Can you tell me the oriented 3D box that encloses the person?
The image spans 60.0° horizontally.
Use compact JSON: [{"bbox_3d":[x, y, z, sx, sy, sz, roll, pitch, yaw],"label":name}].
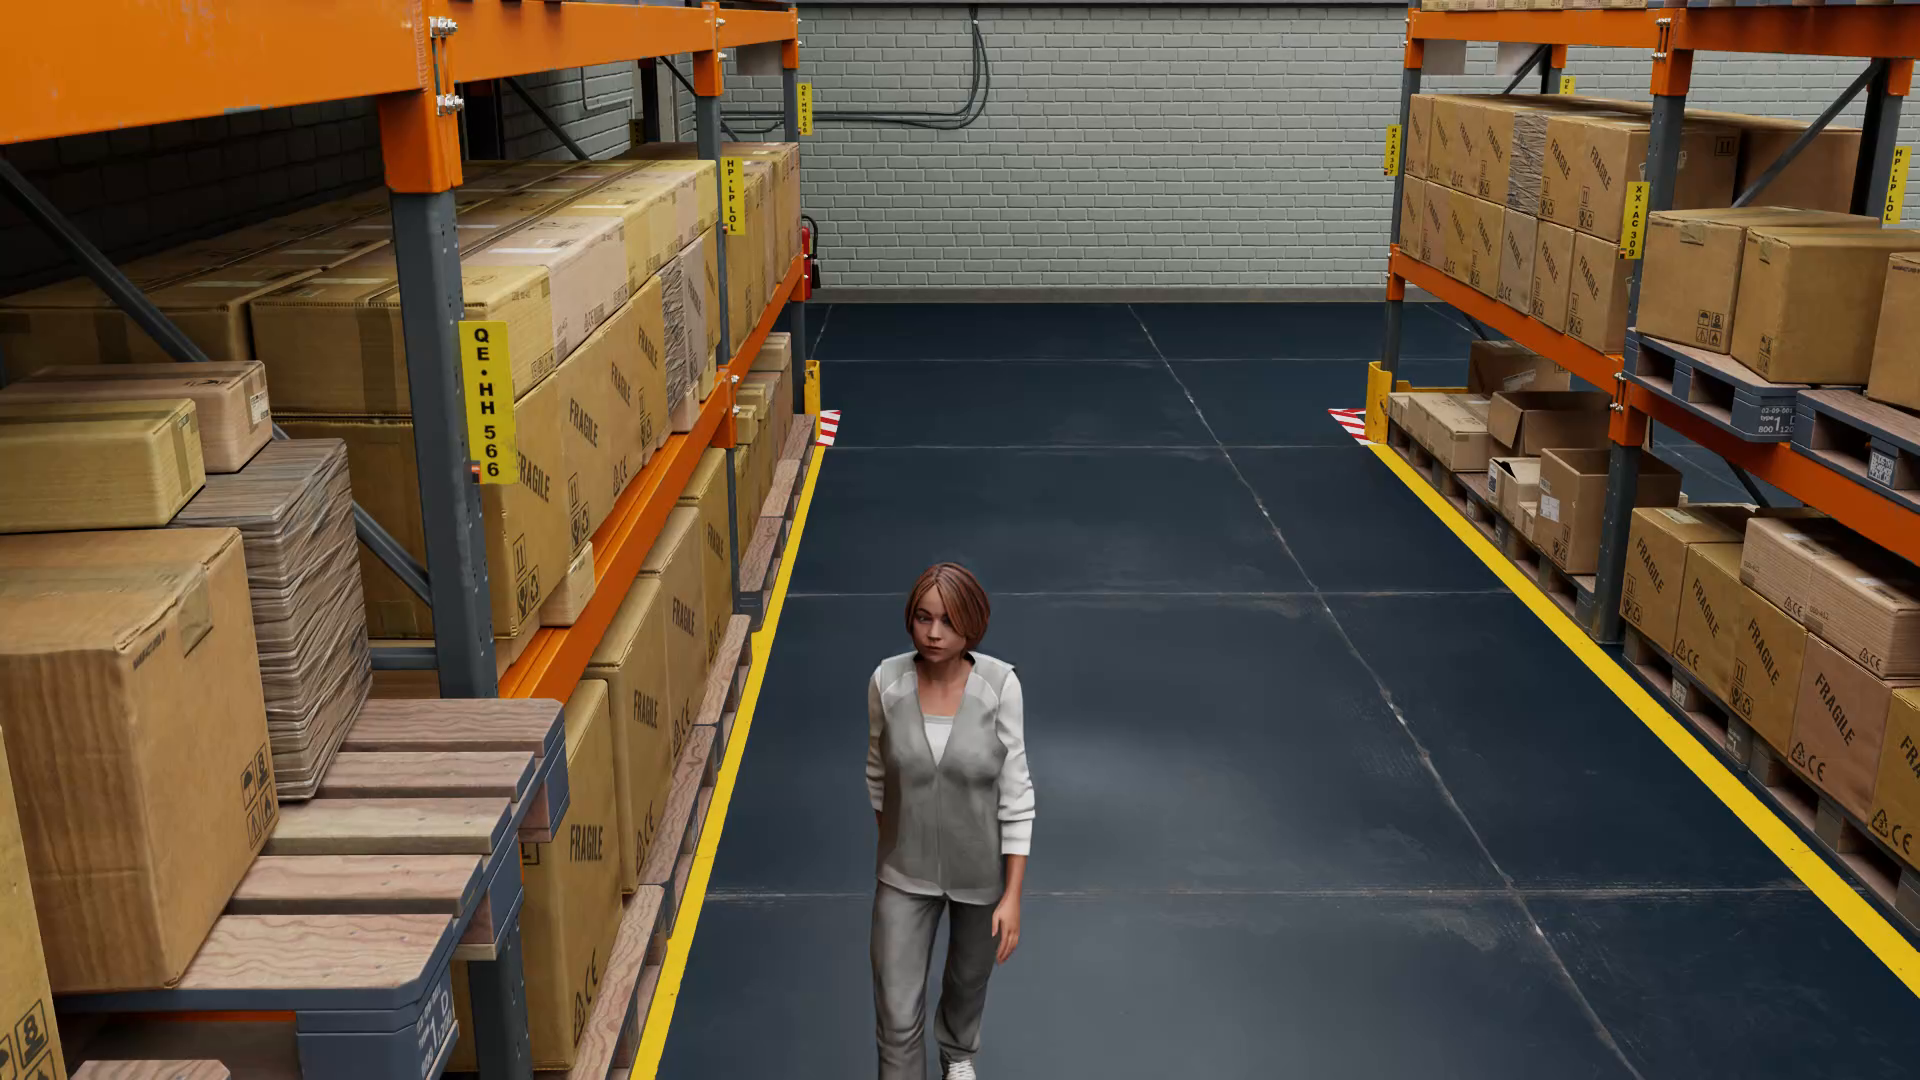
[{"bbox_3d":[-0.029,0.821,3.920,0.407,1.569,0.868,1,17,2],"label":"person"}]
